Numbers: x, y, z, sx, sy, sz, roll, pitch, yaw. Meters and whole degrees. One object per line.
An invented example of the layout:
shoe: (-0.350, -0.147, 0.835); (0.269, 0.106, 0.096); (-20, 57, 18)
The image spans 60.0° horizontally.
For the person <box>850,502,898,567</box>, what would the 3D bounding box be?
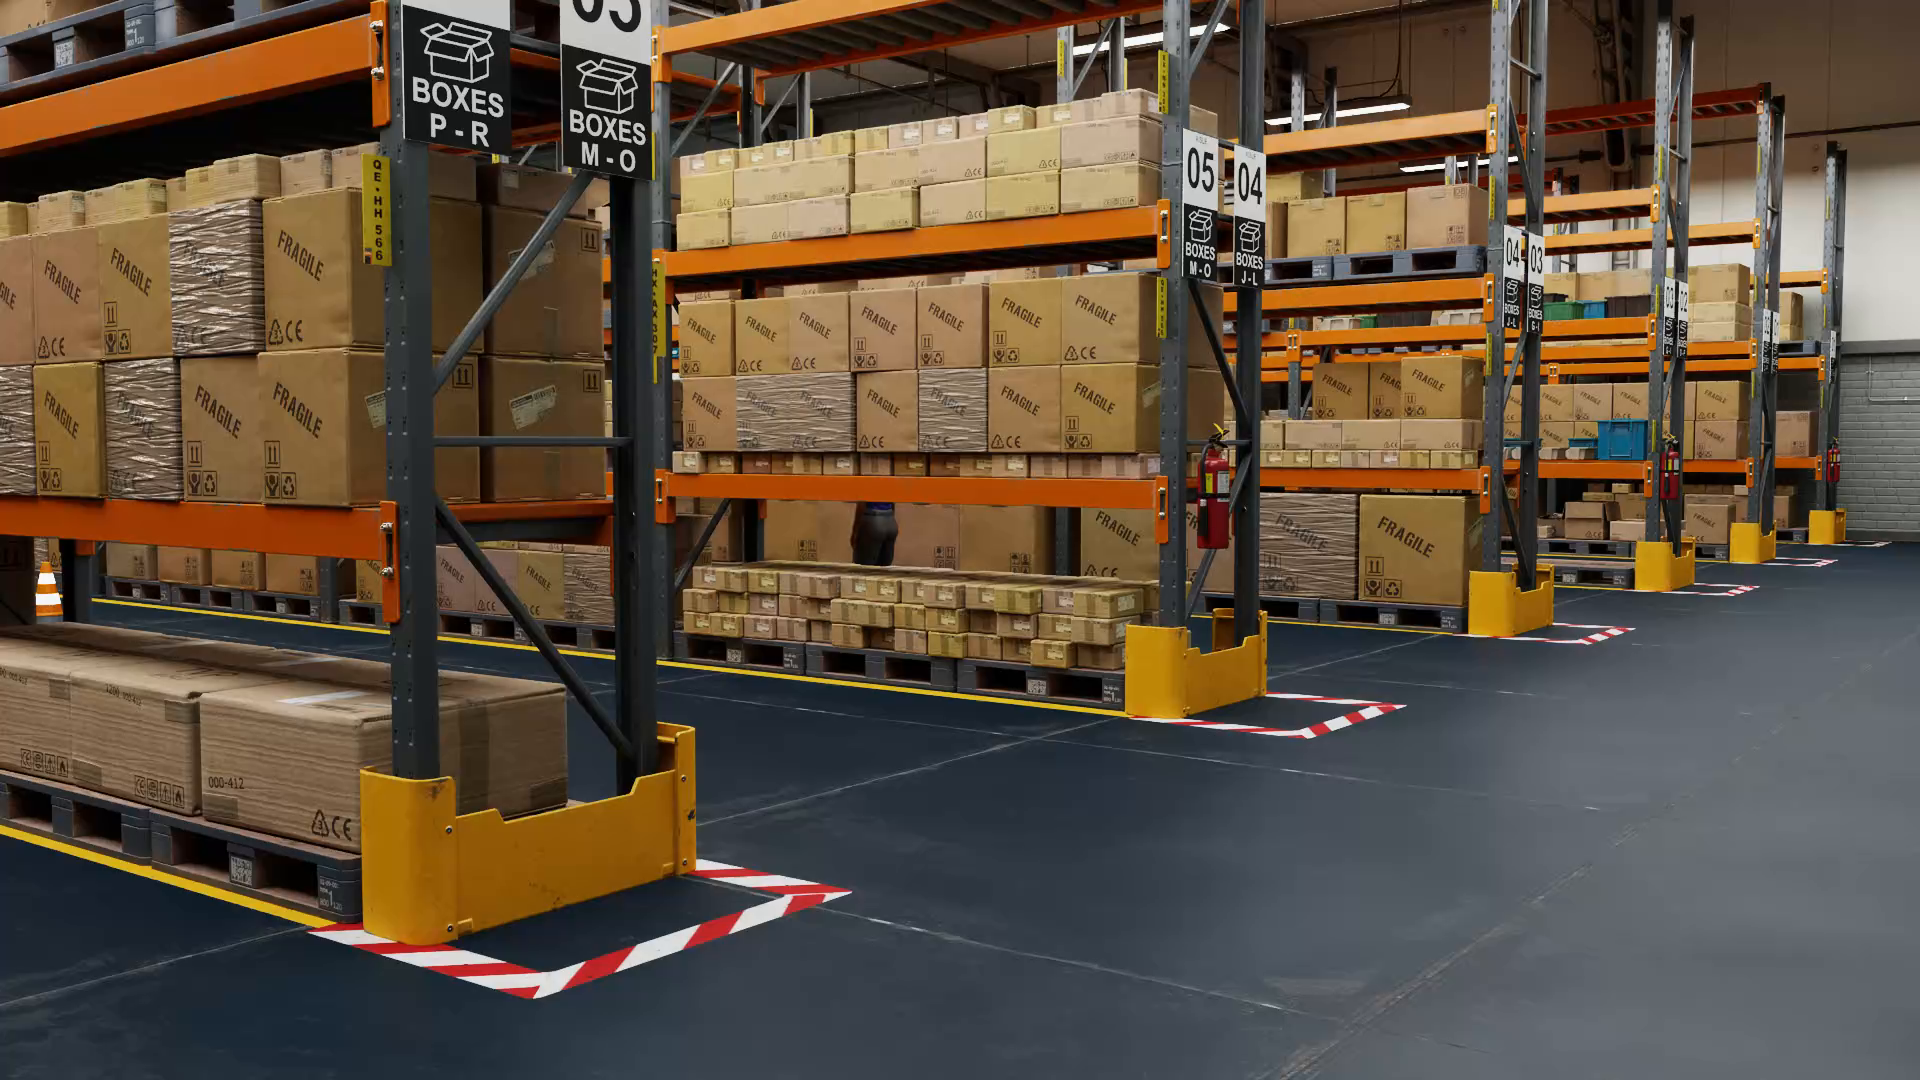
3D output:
person: (-0.681, -0.073, 12.968); (0.346, 1.654, 0.512); (2, 4, 31)
